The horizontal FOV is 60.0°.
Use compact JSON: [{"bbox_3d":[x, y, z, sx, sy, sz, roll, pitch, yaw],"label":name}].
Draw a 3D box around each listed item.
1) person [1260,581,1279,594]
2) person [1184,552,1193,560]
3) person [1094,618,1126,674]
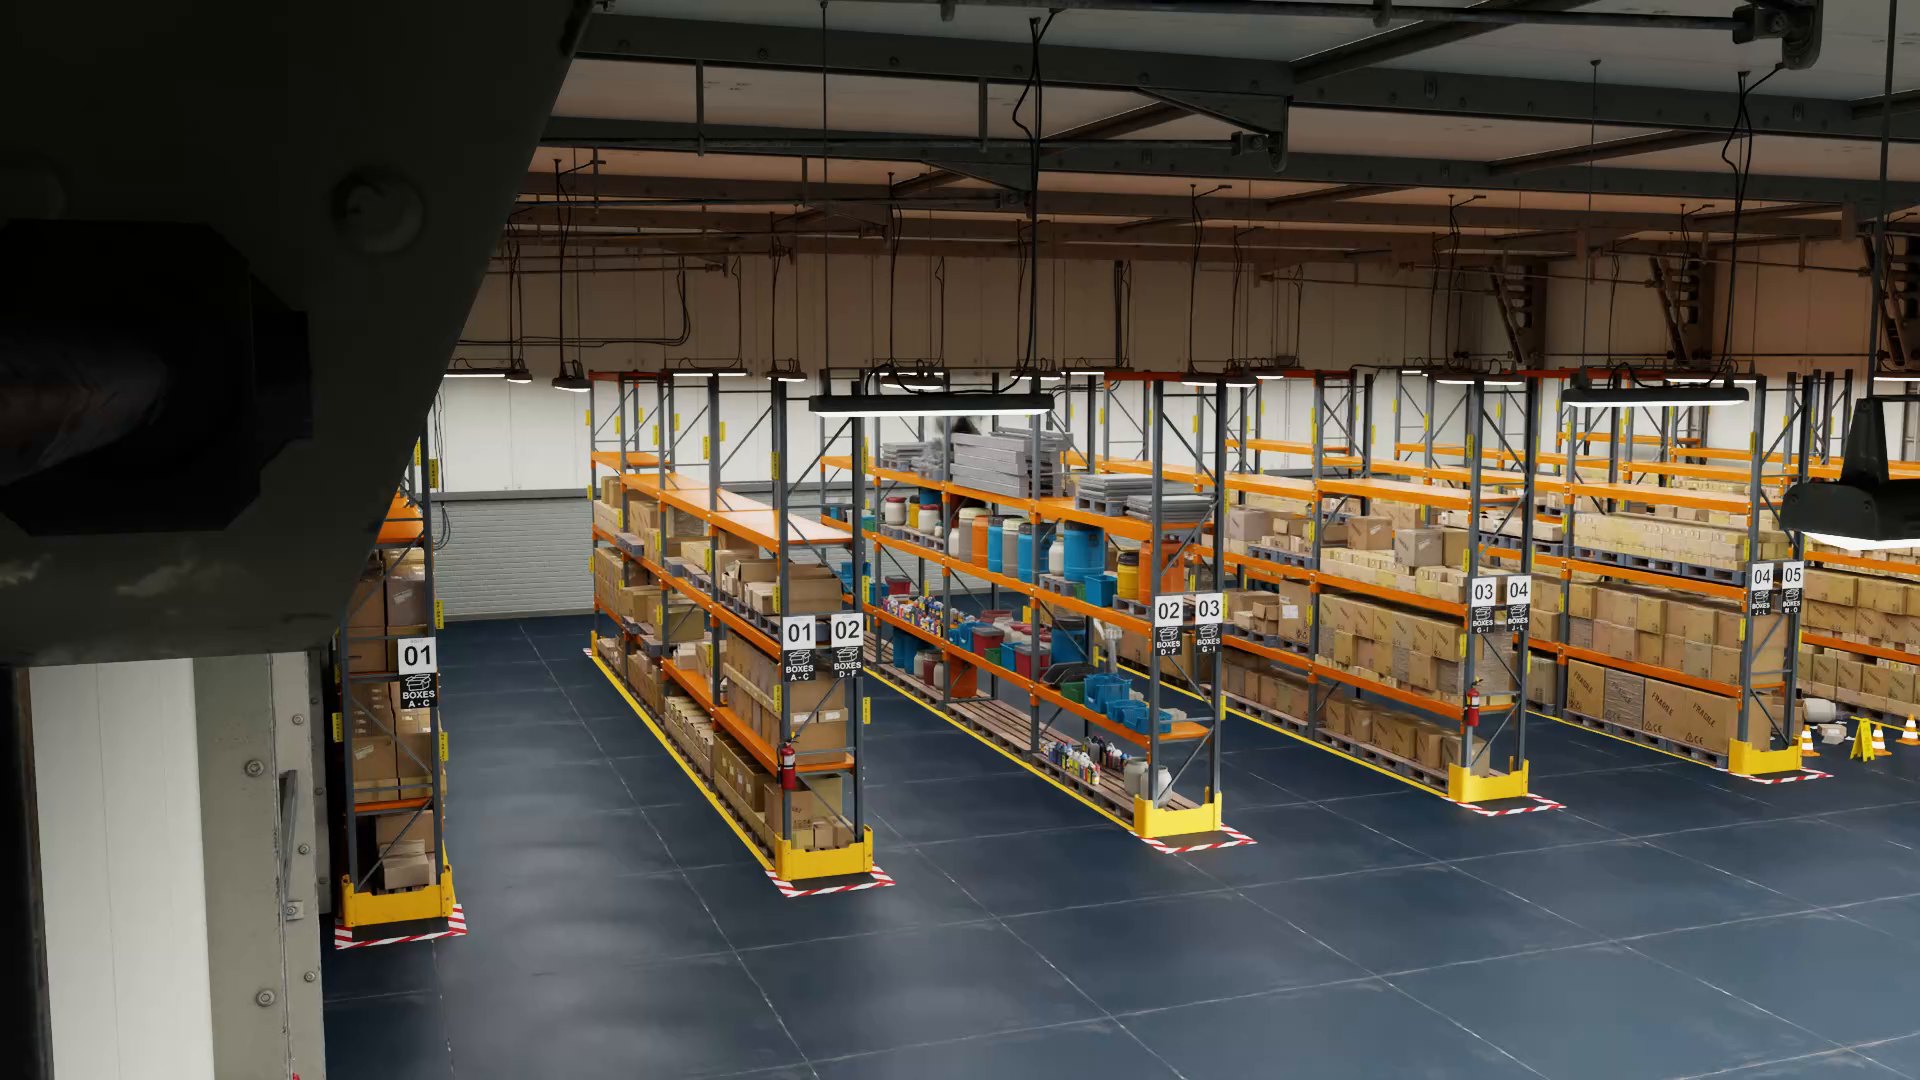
[{"bbox_3d":[7.827,0.877,41.893,0.679,1.620,0.507,-2,7,-21],"label":"person"},{"bbox_3d":[5.700,0.890,41.254,0.612,1.687,0.735,-4,7,-30],"label":"person"},{"bbox_3d":[2.798,1.819,30.153,0.614,1.730,0.794,-4,8,-32],"label":"person"}]
